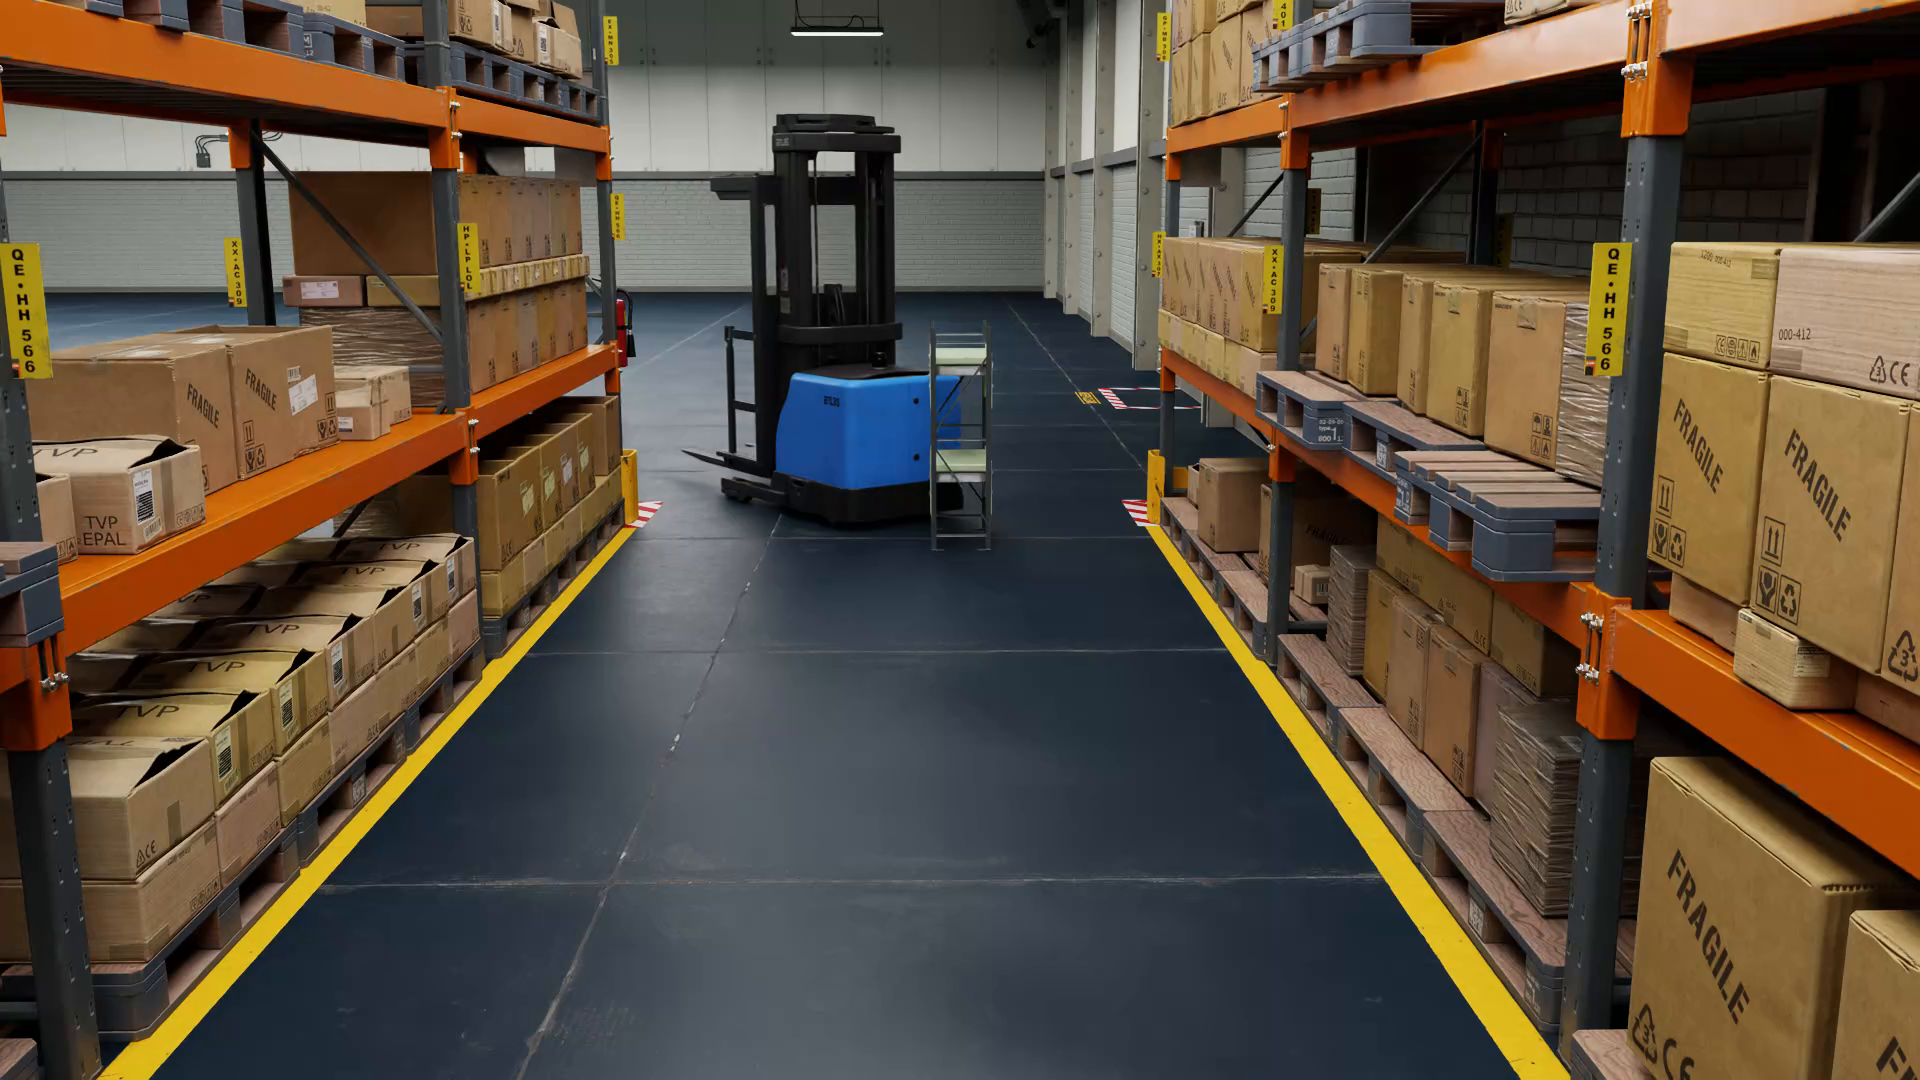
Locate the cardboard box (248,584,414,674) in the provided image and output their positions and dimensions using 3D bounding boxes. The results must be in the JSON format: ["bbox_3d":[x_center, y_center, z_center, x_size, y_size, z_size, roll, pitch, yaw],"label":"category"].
[{"bbox_3d":[-2.574,0.332,6.825,0.500,0.311,0.500,0,11,-1],"label":"cardboard box"}]

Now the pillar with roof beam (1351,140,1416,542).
[{"bbox_3d":[-1.448,-4.419,10.710,9.100,9.000,0.400,0,11,-1],"label":"pillar with roof beam"}]

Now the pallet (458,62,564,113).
[{"bbox_3d":[-2.959,-2.654,9.777,1.003,0.211,1.213,0,11,-1],"label":"pallet"}]

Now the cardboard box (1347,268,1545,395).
[{"bbox_3d":[2.040,-0.890,7.042,0.700,0.500,0.500,1,12,5],"label":"cardboard box"}]

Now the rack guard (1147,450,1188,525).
[{"bbox_3d":[1.978,-0.392,12.236,1.175,0.500,0.348,0,11,-1],"label":"rack guard"}]

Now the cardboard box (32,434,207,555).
[{"bbox_3d":[-2.636,-0.156,5.008,0.500,0.311,0.500,0,11,-2],"label":"cardboard box"}]

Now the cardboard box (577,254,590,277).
[{"bbox_3d":[-2.778,-1.903,11.513,0.380,0.149,0.250,0,11,-2],"label":"cardboard box"}]

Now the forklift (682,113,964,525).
[{"bbox_3d":[-1.238,-1.785,12.987,1.130,2.935,3.031,-8,14,-35],"label":"forklift"}]

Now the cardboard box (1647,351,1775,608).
[{"bbox_3d":[1.896,-0.149,3.701,0.500,0.500,0.500,0,11,1],"label":"cardboard box"}]

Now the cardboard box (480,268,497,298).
[{"bbox_3d":[-2.725,-1.391,8.987,0.380,0.149,0.250,0,11,-2],"label":"cardboard box"}]

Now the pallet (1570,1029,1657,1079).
[{"bbox_3d":[2.083,1.481,3.727,1.003,0.211,1.213,0,11,-1],"label":"pallet"}]

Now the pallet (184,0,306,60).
[{"bbox_3d":[-2.940,-1.756,5.599,1.003,0.211,1.213,0,11,1],"label":"pallet"}]

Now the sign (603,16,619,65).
[{"bbox_3d":[-2.433,-3.476,11.577,0.100,0.325,0.005,0,11,-1],"label":"sign"}]

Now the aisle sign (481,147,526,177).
[{"bbox_3d":[-3.284,-2.897,11.758,0.394,0.787,0.004,0,11,-1],"label":"aisle sign"}]

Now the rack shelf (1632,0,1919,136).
[{"bbox_3d":[2.183,-0.762,2.037,1.077,0.370,4.000,0,11,-1],"label":"rack shelf"}]

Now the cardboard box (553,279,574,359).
[{"bbox_3d":[-2.964,-1.463,10.976,0.700,0.500,0.500,0,11,0],"label":"cardboard box"}]

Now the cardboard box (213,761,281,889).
[{"bbox_3d":[-2.539,0.915,5.363,0.500,0.250,0.500,-1,11,-3],"label":"cardboard box"}]

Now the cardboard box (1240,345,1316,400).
[{"bbox_3d":[1.746,-0.867,8.614,0.500,0.250,0.500,0,11,-1],"label":"cardboard box"}]

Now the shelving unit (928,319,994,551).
[{"bbox_3d":[0.000,-0.736,11.417,0.431,1.500,0.755,0,11,-1],"label":"shelving unit"}]

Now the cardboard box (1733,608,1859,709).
[{"bbox_3d":[1.834,0.241,3.410,0.380,0.149,0.250,0,11,1],"label":"cardboard box"}]

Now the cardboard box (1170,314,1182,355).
[{"bbox_3d":[1.694,-1.367,11.082,0.500,0.250,0.500,-1,11,-3],"label":"cardboard box"}]

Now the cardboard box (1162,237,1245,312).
[{"bbox_3d":[1.686,-1.840,11.526,0.500,0.500,0.500,0,11,-1],"label":"cardboard box"}]

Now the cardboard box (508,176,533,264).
[{"bbox_3d":[-2.940,-1.889,9.810,0.700,0.500,0.500,0,11,-1],"label":"cardboard box"}]

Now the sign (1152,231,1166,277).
[{"bbox_3d":[1.434,-2.055,11.965,0.100,0.325,0.005,0,11,-1],"label":"sign"}]

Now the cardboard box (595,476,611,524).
[{"bbox_3d":[-2.647,-0.265,11.180,0.500,0.250,0.500,0,11,-1],"label":"cardboard box"}]

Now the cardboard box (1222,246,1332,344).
[{"bbox_3d":[1.724,-1.333,9.027,0.500,0.500,0.500,0,11,-1],"label":"cardboard box"}]

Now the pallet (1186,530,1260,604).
[{"bbox_3d":[1.982,0.153,10.276,1.003,0.211,1.213,0,11,-1],"label":"pallet"}]

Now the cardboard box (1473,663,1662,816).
[{"bbox_3d":[2.180,0.721,5.640,0.700,0.500,0.500,0,11,-1],"label":"cardboard box"}]

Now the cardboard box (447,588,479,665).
[{"bbox_3d":[-2.595,0.407,7.870,0.500,0.250,0.500,0,11,-2],"label":"cardboard box"}]

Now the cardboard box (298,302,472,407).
[{"bbox_3d":[-2.909,-0.954,8.463,0.700,0.500,0.500,-1,11,-3],"label":"cardboard box"}]

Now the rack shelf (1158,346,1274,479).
[{"bbox_3d":[2.018,-0.882,10.174,1.077,0.370,4.000,0,11,-1],"label":"rack shelf"}]

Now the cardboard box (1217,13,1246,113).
[{"bbox_3d":[1.754,-2.676,9.360,0.500,0.500,0.500,-1,11,-3],"label":"cardboard box"}]

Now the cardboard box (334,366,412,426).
[{"bbox_3d":[-2.840,-0.645,7.572,0.500,0.250,0.500,0,11,2],"label":"cardboard box"}]

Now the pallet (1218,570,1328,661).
[{"bbox_3d":[2.010,0.396,9.077,1.003,0.211,1.213,0,11,-1],"label":"pallet"}]

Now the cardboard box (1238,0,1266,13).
[{"bbox_3d":[1.756,-3.064,8.758,0.500,0.500,0.500,0,11,2],"label":"cardboard box"}]

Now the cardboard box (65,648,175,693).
[{"bbox_3d":[-3.093,0.539,5.807,0.500,0.311,0.500,0,11,-2],"label":"cardboard box"}]

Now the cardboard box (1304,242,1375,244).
[{"bbox_3d":[2.225,-1.541,10.049,0.500,0.500,0.500,0,11,0],"label":"cardboard box"}]

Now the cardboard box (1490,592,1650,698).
[{"bbox_3d":[2.126,0.343,5.618,0.500,0.250,0.500,0,11,0],"label":"cardboard box"}]

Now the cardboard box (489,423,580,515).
[{"bbox_3d":[-2.623,-0.434,10.126,0.500,0.500,0.500,0,11,-1],"label":"cardboard box"}]

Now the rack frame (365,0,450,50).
[{"bbox_3d":[-2.893,-3.756,7.442,1.000,3.000,0.127,0,11,-1],"label":"rack frame"}]

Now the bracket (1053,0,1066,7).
[{"bbox_3d":[2.013,-10.888,33.541,0.235,0.232,0.430,0,11,-1],"label":"bracket"}]

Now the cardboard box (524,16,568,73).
[{"bbox_3d":[-2.677,-2.974,9.945,0.500,0.311,0.500,1,12,6],"label":"cardboard box"}]

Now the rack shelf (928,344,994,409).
[{"bbox_3d":[0.000,-1.119,11.339,0.431,0.370,0.720,0,11,-1],"label":"rack shelf"}]

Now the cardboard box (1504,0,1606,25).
[{"bbox_3d":[1.857,-1.620,4.632,0.500,0.311,0.500,0,11,-1],"label":"cardboard box"}]

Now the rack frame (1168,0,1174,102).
[{"bbox_3d":[1.976,-4.573,11.465,1.000,3.000,0.127,0,11,-1],"label":"rack frame"}]

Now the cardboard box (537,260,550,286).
[{"bbox_3d":[-2.750,-1.646,10.244,0.380,0.149,0.250,0,11,0],"label":"cardboard box"}]

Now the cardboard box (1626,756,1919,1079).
[{"bbox_3d":[2.026,0.952,3.672,0.750,0.750,0.750,0,11,-2],"label":"cardboard box"}]

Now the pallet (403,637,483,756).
[{"bbox_3d":[-2.839,0.697,7.595,1.003,0.211,1.213,0,11,-1],"label":"pallet"}]

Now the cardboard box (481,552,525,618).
[{"bbox_3d":[-2.600,0.232,8.731,0.500,0.250,0.500,0,11,-1],"label":"cardboard box"}]
